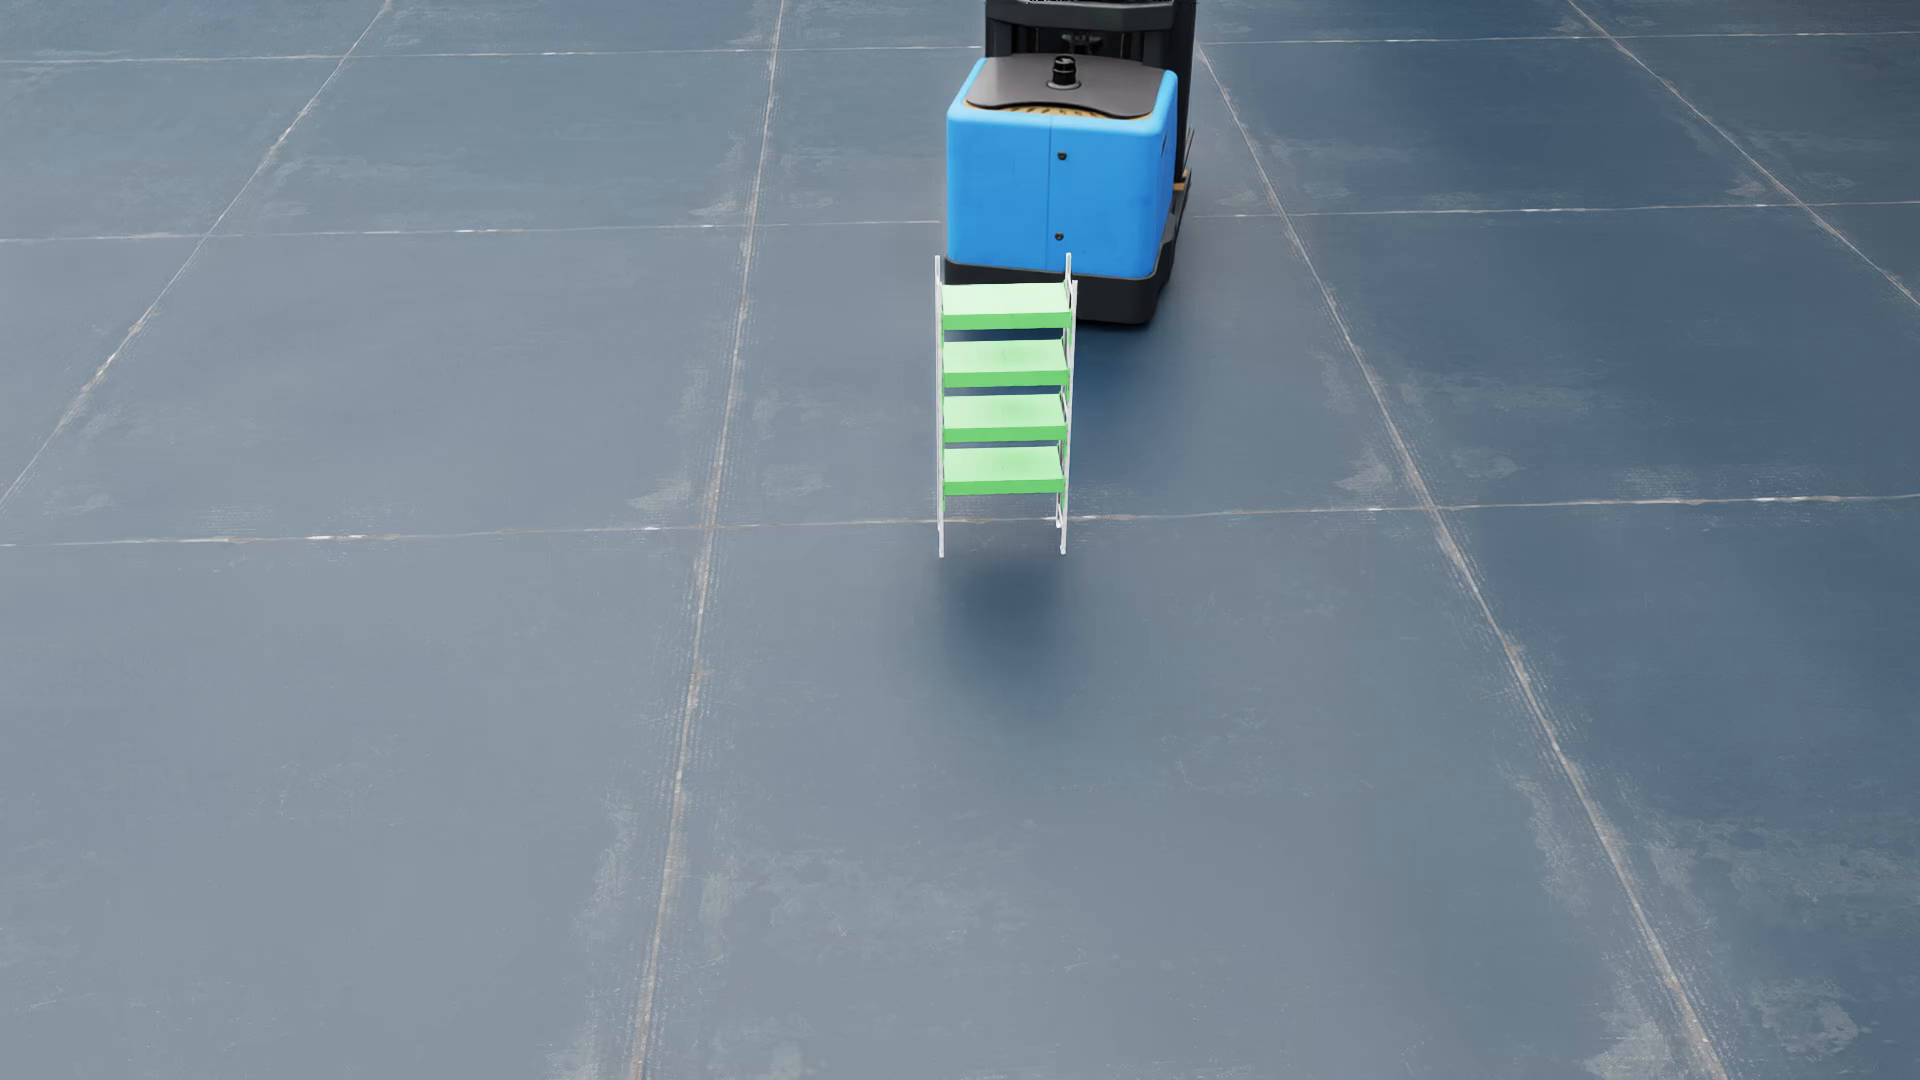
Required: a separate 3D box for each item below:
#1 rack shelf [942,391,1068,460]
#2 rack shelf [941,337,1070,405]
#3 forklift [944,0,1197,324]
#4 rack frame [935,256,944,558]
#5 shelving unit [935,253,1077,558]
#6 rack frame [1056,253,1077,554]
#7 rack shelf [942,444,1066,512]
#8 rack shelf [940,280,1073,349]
[{"bbox_3d":[0.165,-0.445,6.451,0.480,0.148,0.258,-2,35,-2],"label":"rack shelf"},{"bbox_3d":[0.165,-0.643,6.315,0.480,0.148,0.258,-2,35,-2],"label":"rack shelf"},{"bbox_3d":[0.724,-3.099,8.652,1.130,2.935,3.031,7,35,10],"label":"forklift"},{"bbox_3d":[-0.078,-0.491,6.405,0.015,1.200,0.240,-2,35,-2],"label":"rack frame"},{"bbox_3d":[0.165,-0.498,6.415,0.503,1.200,0.258,-2,35,-2],"label":"shelving unit"},{"bbox_3d":[0.409,-0.504,6.424,0.015,1.200,0.240,-2,35,-2],"label":"rack frame"},{"bbox_3d":[0.165,-0.248,6.588,0.480,0.148,0.258,-2,35,-2],"label":"rack shelf"},{"bbox_3d":[0.165,-0.840,6.178,0.480,0.148,0.258,-2,35,-2],"label":"rack shelf"}]
